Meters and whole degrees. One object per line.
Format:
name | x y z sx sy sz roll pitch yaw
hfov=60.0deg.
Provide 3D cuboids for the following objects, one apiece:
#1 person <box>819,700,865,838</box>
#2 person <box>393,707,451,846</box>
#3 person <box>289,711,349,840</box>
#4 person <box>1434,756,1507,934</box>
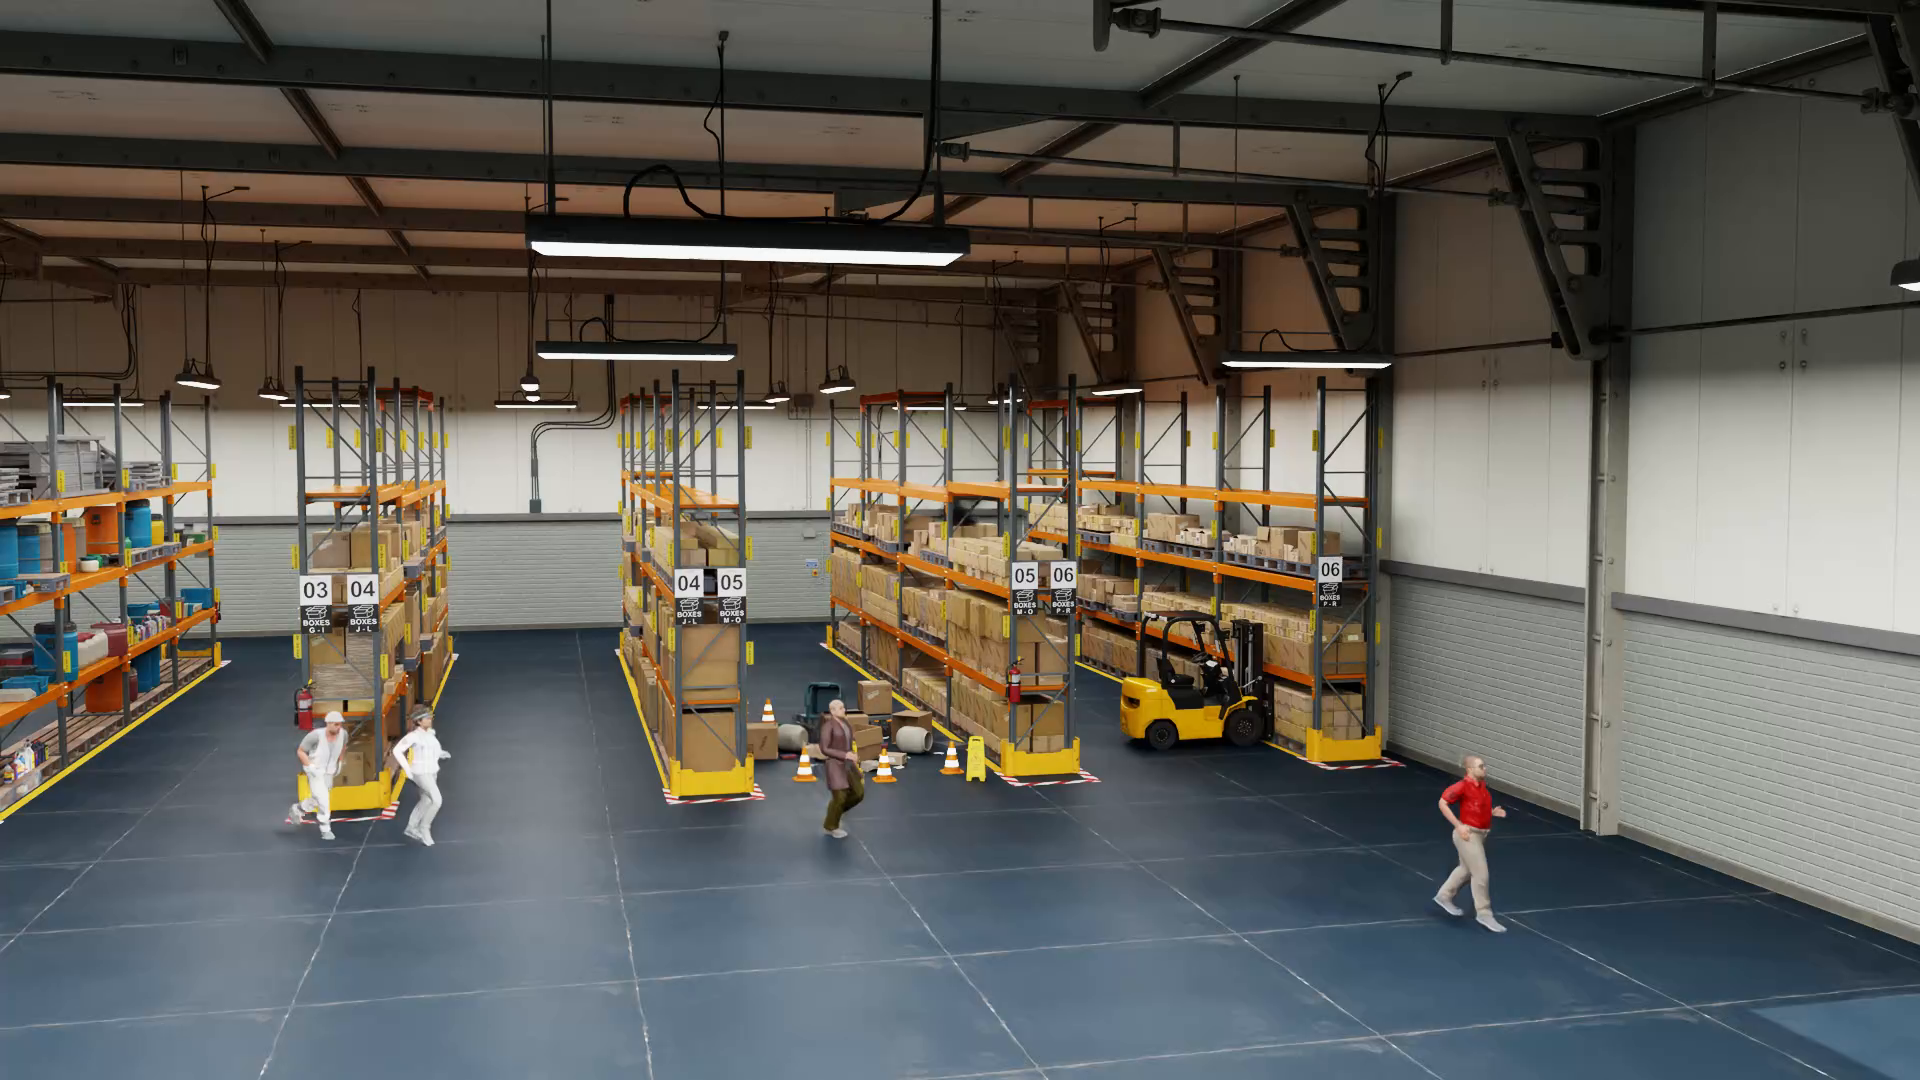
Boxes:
person | -1.477 2.881 20.963 0.622 1.739 0.698 2 4 31
person | -6.626 2.929 20.635 0.691 1.723 0.579 1 4 15
person | -8.106 2.953 21.021 1.041 1.665 0.665 3 4 37
person | 5.295 3.107 17.195 0.820 1.757 0.652 3 4 38
